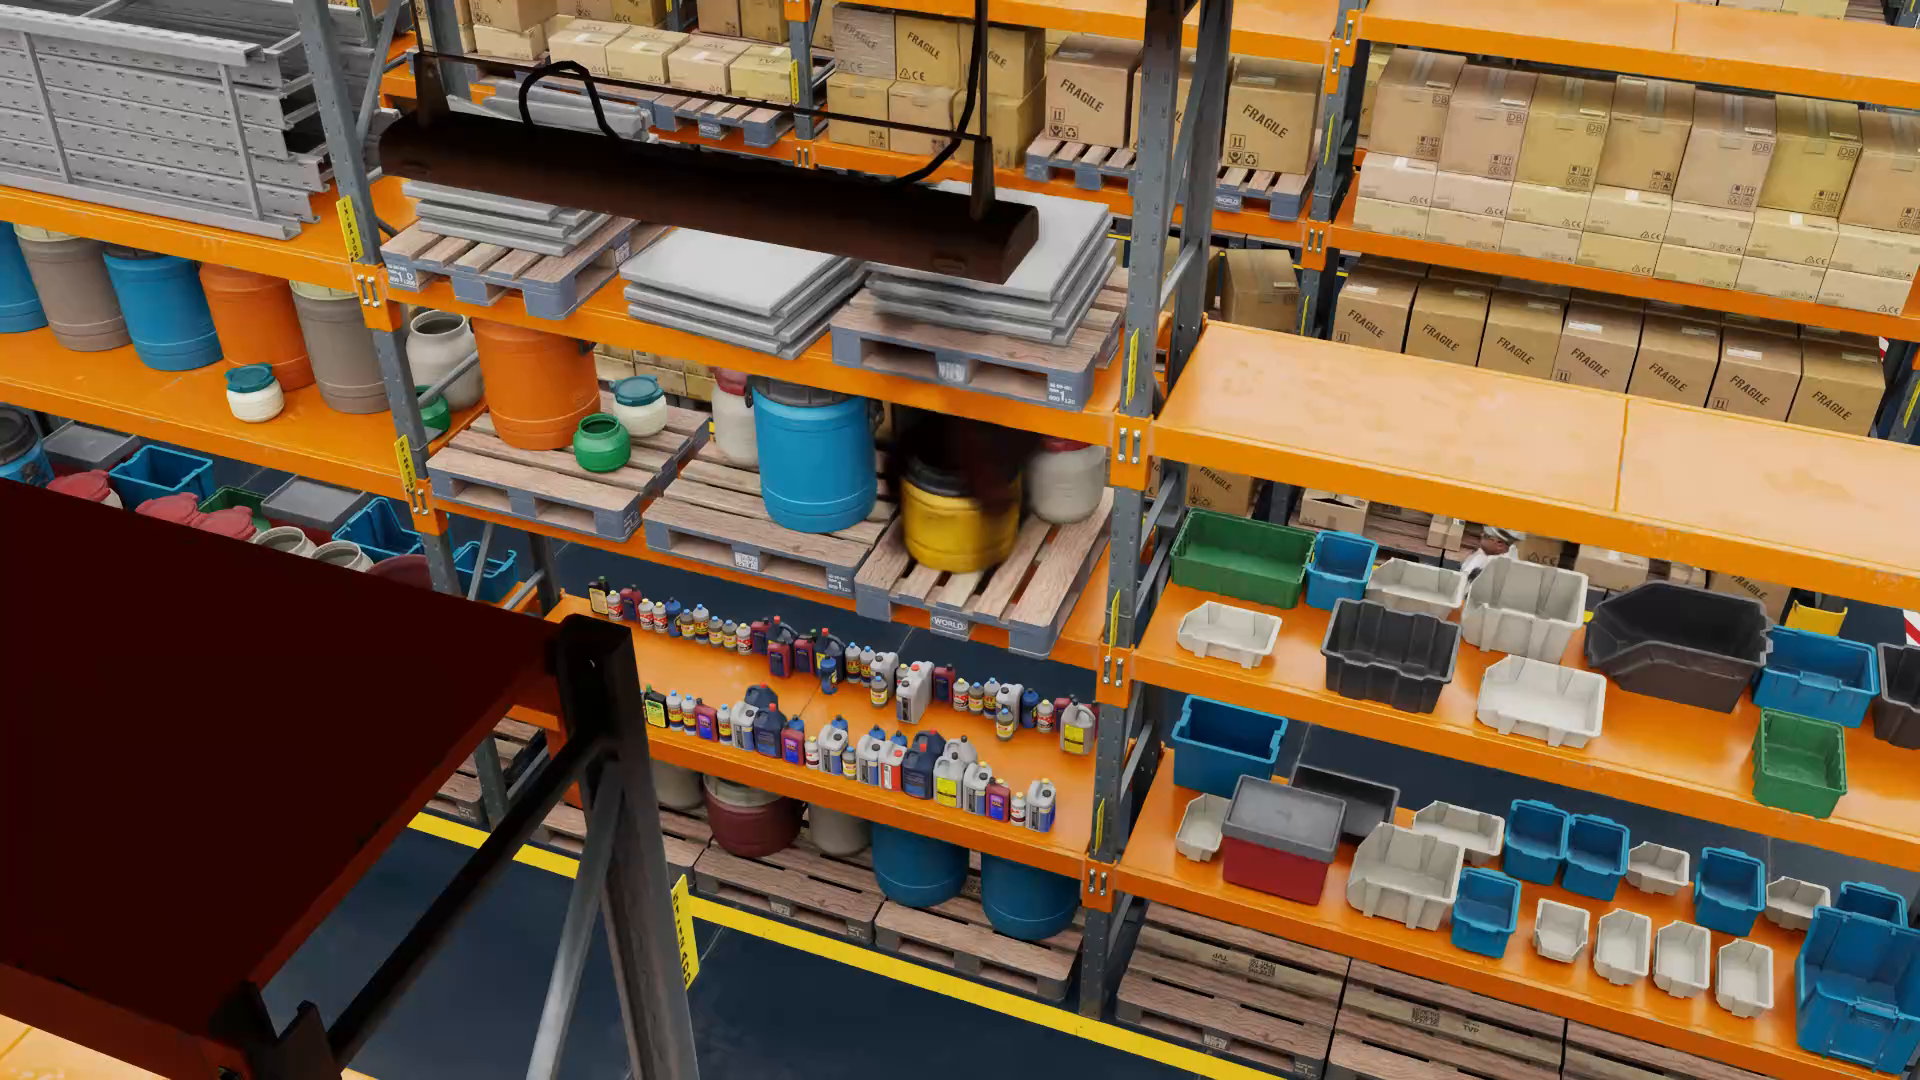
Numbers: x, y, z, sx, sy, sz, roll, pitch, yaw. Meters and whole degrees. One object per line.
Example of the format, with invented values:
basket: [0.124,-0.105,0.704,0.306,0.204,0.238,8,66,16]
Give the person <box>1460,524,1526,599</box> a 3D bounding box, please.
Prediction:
person: [3.535,0.548,11.209,0.753,1.763,0.663,7,37,9]
